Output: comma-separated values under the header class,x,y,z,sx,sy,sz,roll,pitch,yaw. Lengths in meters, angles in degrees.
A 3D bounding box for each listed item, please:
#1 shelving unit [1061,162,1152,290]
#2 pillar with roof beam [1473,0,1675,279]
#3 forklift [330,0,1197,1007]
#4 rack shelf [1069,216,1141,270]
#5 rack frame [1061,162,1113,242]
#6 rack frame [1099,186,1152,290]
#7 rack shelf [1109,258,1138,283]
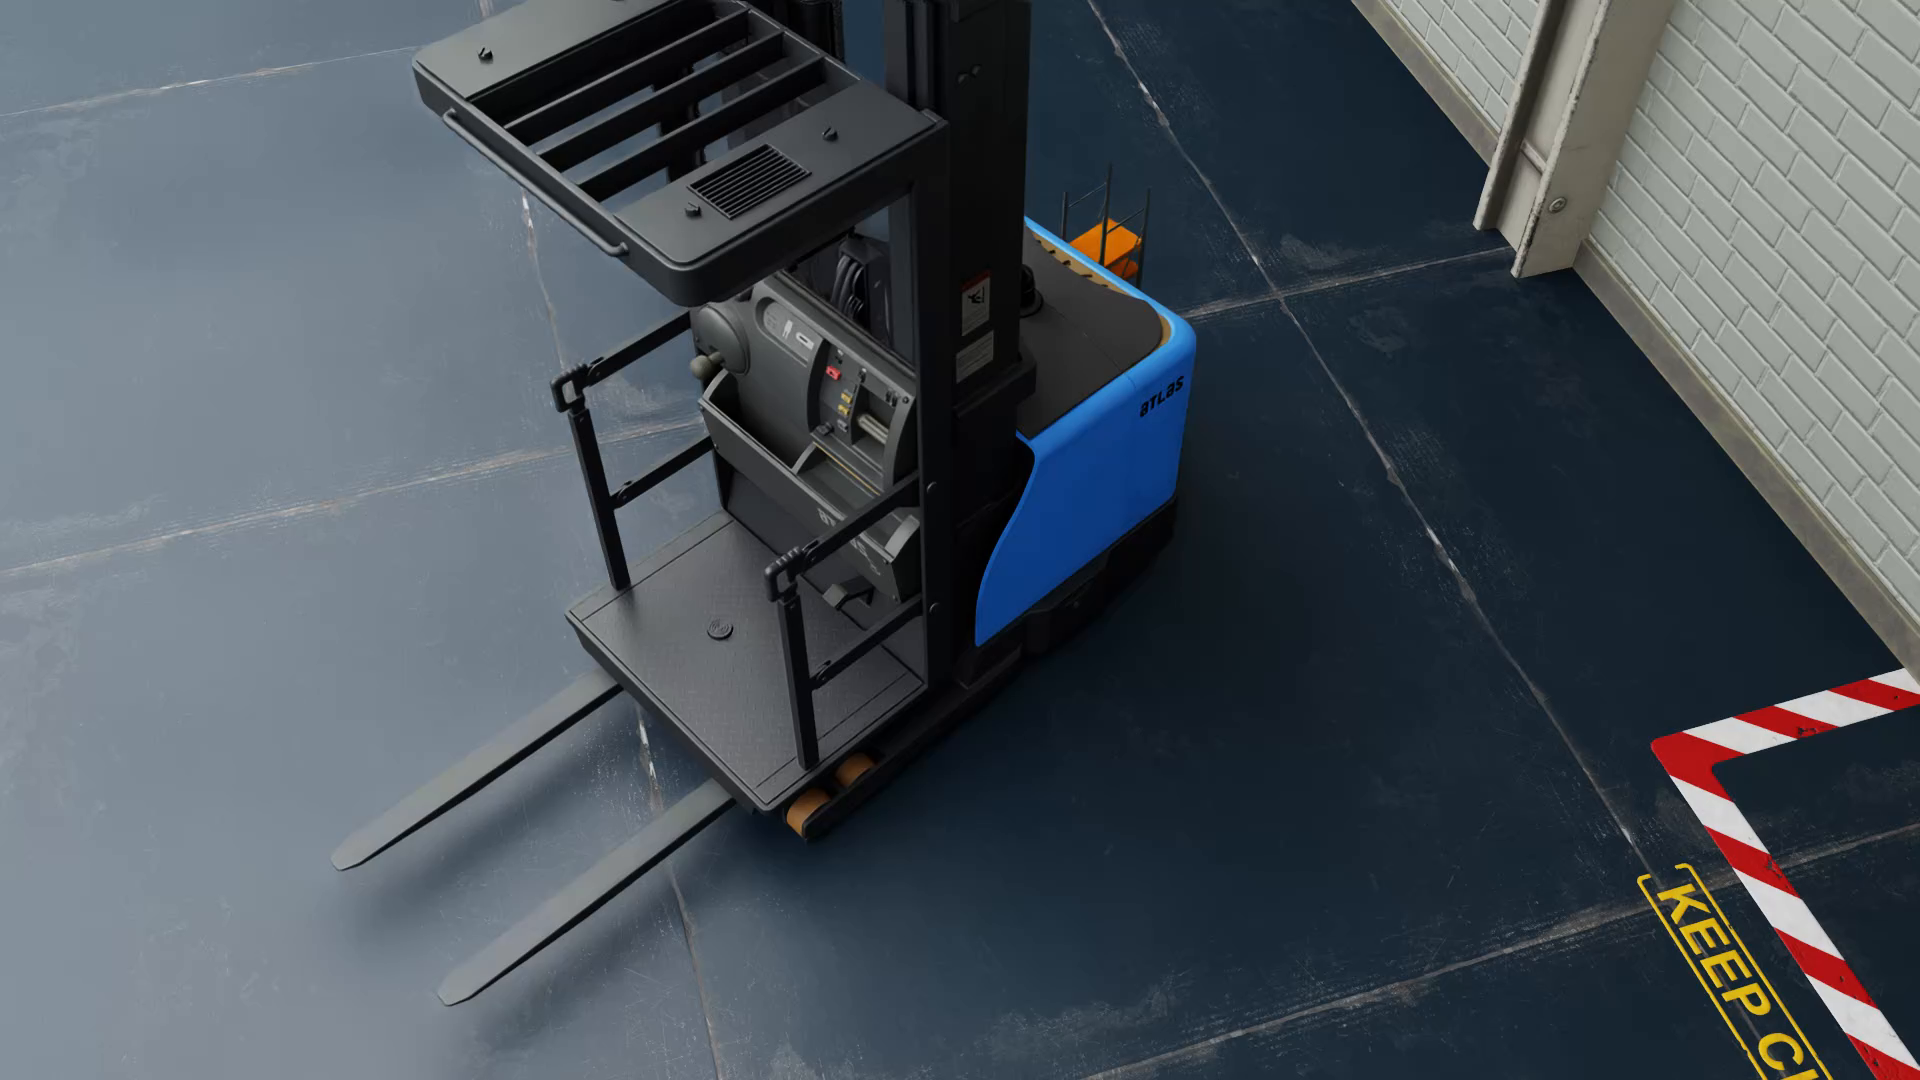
class,x,y,z,sx,sy,sz,roll,pitch,yaw
shelving unit,0.505,-0.813,6.150,0.258,1.200,0.189,-36,59,-27
pillar with roof beam,-1.613,-3.238,3.094,9.100,9.000,0.400,-13,51,-11
forklift,-0.620,-0.430,4.696,3.031,2.935,1.130,-36,59,-26
rack shelf,0.506,-1.017,5.909,0.258,0.103,0.180,-36,59,-27
rack frame,0.442,-0.864,6.193,0.240,1.200,0.006,-36,59,-27
rack frame,0.568,-0.763,6.108,0.240,1.200,0.006,-36,59,-27
rack shelf,0.506,-0.940,6.001,0.258,0.103,0.180,-36,59,-27
